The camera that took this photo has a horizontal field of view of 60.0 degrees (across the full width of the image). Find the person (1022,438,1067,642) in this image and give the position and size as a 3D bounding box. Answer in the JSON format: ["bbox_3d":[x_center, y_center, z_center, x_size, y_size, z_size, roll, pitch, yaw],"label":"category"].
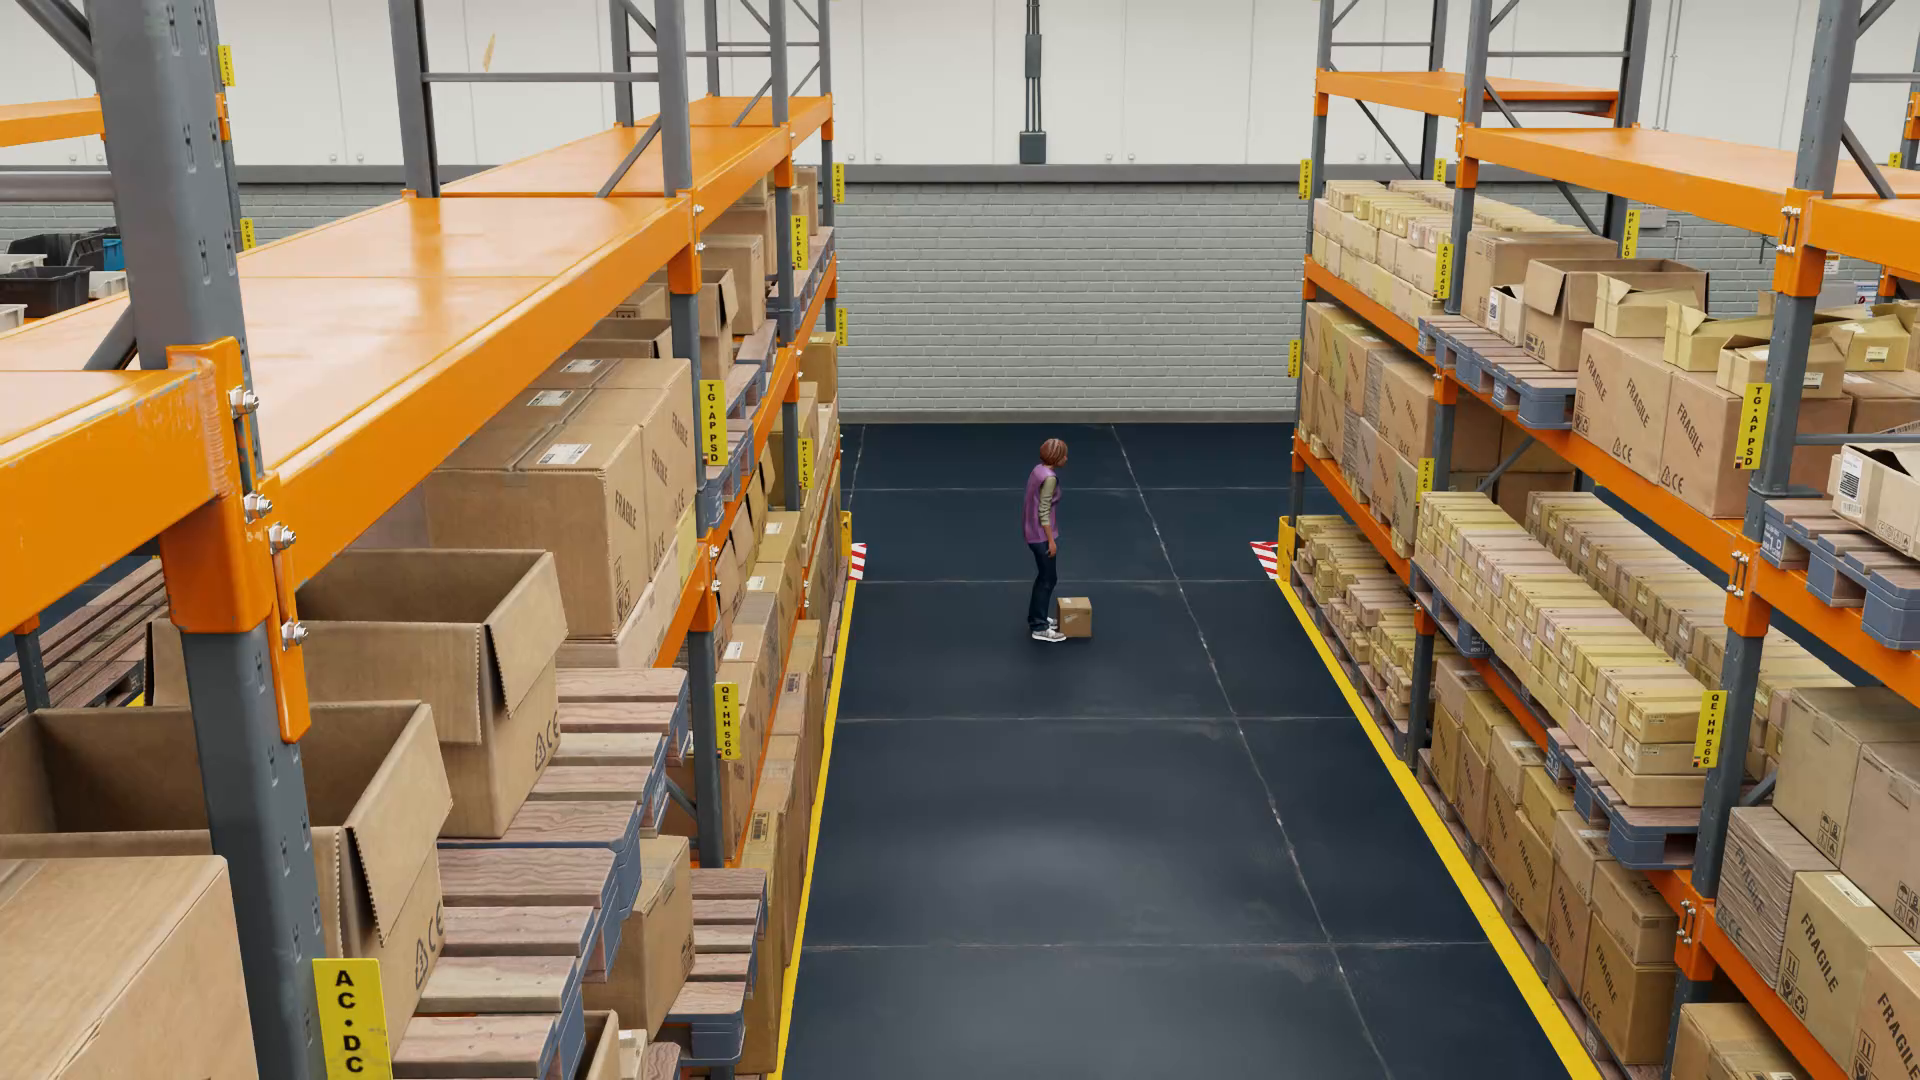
[{"bbox_3d":[0.668,-0.017,13.123,0.347,1.592,0.483,-1,17,-4],"label":"person"}]
